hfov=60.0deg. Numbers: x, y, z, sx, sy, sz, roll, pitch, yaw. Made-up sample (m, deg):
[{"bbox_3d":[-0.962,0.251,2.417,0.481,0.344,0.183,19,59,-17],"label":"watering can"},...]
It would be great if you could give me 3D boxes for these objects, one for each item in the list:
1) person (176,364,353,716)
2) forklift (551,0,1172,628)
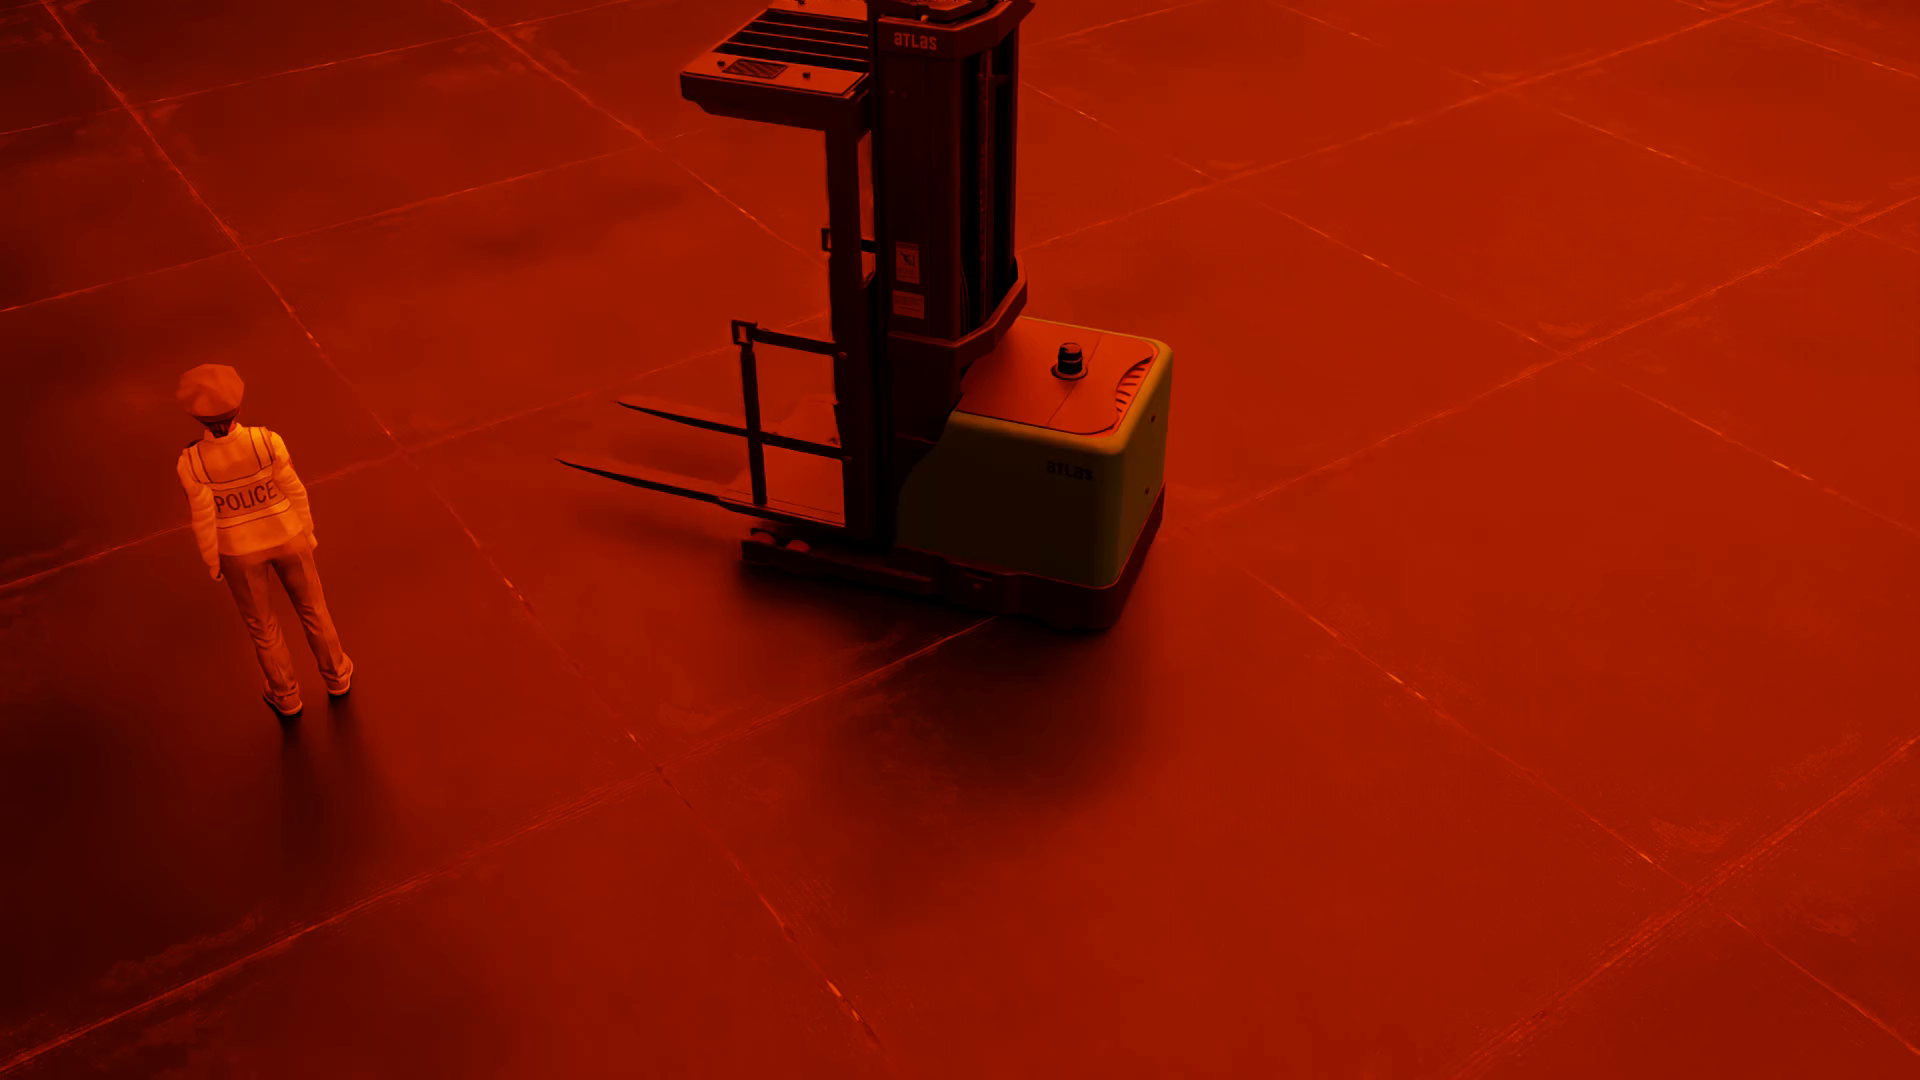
[{"bbox_3d":[-2.933,0.015,6.971,0.457,1.694,0.360,-20,41,-25],"label":"person"},{"bbox_3d":[-0.556,-1.276,7.670,3.031,2.935,1.130,11,38,14],"label":"forklift"}]
